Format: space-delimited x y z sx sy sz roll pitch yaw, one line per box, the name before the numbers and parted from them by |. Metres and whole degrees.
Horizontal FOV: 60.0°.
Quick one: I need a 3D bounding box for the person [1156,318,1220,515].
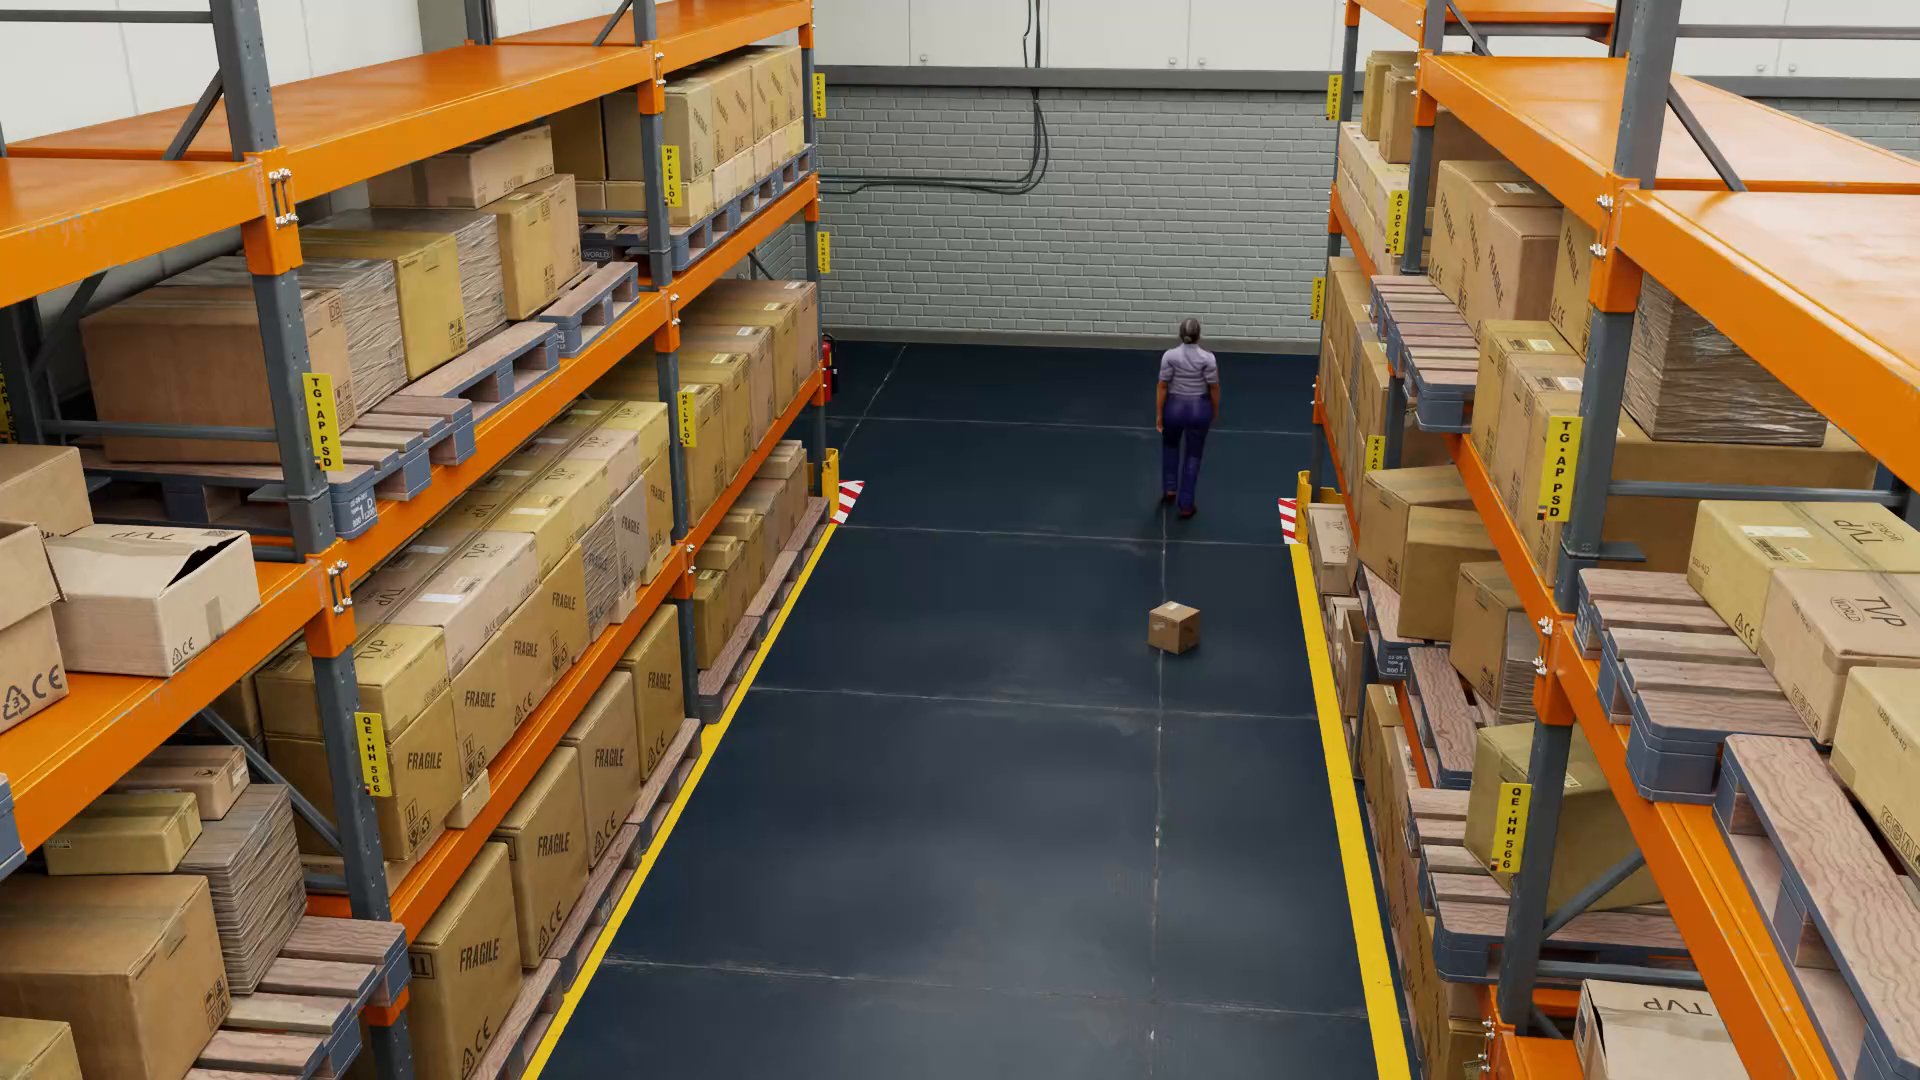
person | 1.883 -1.006 13.742 0.501 1.719 0.585 6 22 16
